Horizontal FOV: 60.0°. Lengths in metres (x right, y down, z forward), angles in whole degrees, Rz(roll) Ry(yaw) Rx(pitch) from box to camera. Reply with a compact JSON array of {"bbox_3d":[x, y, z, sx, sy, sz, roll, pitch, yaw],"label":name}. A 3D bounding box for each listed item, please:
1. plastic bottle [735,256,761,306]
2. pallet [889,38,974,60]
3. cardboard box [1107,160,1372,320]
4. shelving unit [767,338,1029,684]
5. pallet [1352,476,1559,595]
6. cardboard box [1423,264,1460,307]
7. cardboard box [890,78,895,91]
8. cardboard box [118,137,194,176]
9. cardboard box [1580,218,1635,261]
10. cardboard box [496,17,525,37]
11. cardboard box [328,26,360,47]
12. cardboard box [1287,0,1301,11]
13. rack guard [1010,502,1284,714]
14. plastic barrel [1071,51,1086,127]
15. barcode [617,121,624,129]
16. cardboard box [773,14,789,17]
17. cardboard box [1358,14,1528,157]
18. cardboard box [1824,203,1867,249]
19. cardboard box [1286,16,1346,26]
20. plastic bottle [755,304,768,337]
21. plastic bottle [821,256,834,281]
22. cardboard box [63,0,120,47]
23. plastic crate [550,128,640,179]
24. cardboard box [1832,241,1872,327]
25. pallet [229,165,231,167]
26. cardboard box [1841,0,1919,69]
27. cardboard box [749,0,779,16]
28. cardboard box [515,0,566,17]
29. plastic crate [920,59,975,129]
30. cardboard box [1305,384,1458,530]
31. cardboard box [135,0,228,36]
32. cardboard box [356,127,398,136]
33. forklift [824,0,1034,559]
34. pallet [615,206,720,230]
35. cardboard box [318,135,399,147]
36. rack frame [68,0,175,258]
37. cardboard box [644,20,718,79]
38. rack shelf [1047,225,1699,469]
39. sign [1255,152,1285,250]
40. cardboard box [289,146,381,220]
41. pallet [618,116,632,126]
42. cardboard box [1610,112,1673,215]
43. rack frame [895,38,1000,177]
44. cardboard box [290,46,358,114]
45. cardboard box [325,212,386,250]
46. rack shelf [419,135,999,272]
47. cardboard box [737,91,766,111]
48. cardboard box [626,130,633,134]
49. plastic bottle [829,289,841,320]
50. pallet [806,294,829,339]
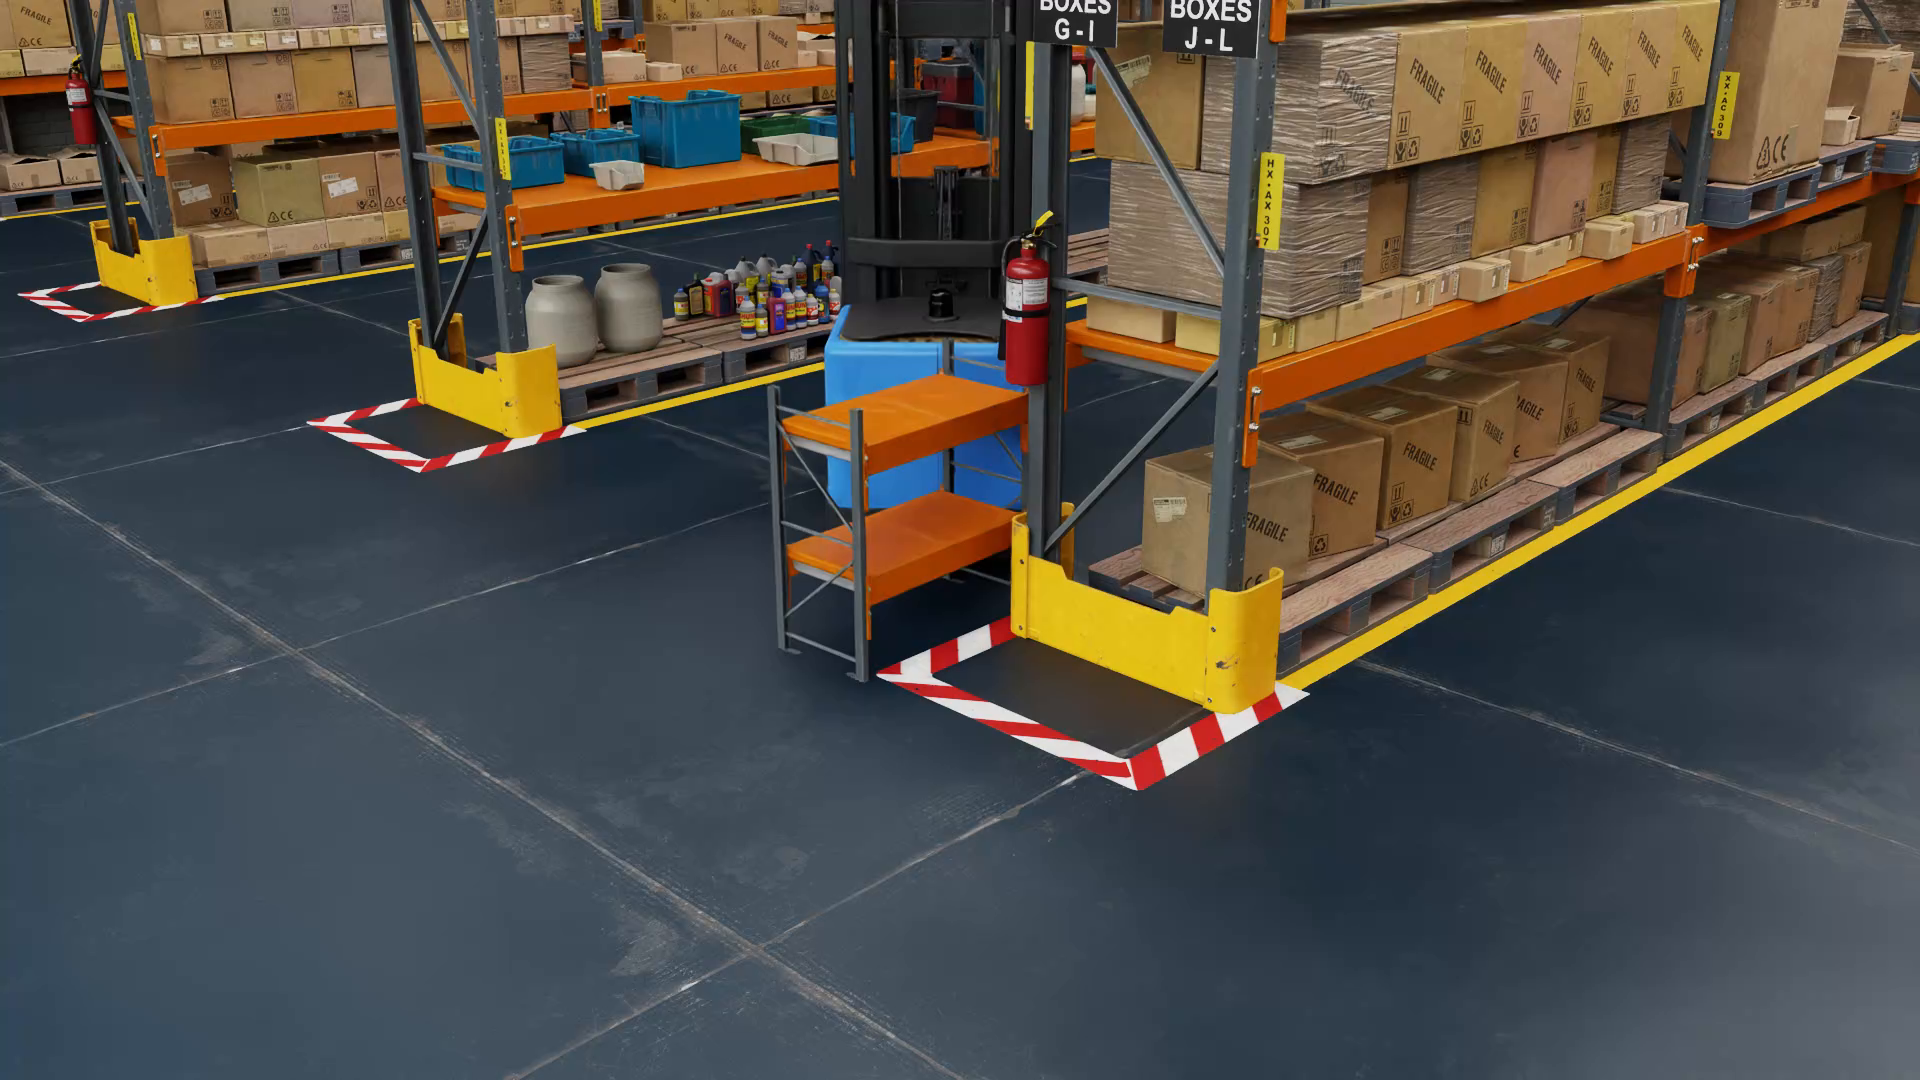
[{"bbox_3d":[-1.503,-1.823,11.716,0.185,0.351,0.144,-19,28,-40],"label":"plastic bottle"},{"bbox_3d":[-0.418,-5.535,18.561,1.213,0.211,1.003,19,28,41],"label":"pallet"},{"bbox_3d":[1.077,-1.216,6.503,0.875,0.500,0.500,19,28,41],"label":"cardboard box"},{"bbox_3d":[-0.219,-0.156,6.911,0.538,1.125,1.048,18,27,38],"label":"shelving unit"},{"bbox_3d":[2.170,-0.126,8.108,1.003,0.211,1.213,19,28,41],"label":"pallet"},{"bbox_3d":[1.911,-1.115,7.145,0.380,0.149,0.250,19,28,41],"label":"cardboard box"},{"bbox_3d":[-1.007,-6.895,24.733,0.700,0.500,0.500,20,29,41],"label":"cardboard box"},{"bbox_3d":[-8.481,-4.132,17.514,0.700,0.500,0.500,17,27,37],"label":"cardboard box"},{"bbox_3d":[3.031,-1.475,8.081,0.380,0.149,0.250,19,28,41],"label":"cardboard box"},{"bbox_3d":[-4.022,-4.499,14.556,0.380,0.149,0.250,18,28,39],"label":"cardboard box"},{"bbox_3d":[-5.096,-4.104,13.528,0.380,0.149,0.250,19,28,40],"label":"cardboard box"},{"bbox_3d":[4.263,-7.218,22.534,0.500,0.500,0.500,20,28,41],"label":"cardboard box"},{"bbox_3d":[0.727,0.251,6.724,1.175,0.500,0.348,19,28,41],"label":"rack guard"},{"bbox_3d":[0.740,-3.418,12.597,0.433,0.535,0.433,0,21,0],"label":"plastic barrel"},{"bbox_3d":[-3.155,-3.852,15.449,0.001,0.075,0.075,19,28,41],"label":"barcode"},{"bbox_3d":[-2.553,-7.118,22.736,0.380,0.149,0.250,18,28,39],"label":"cardboard box"},{"bbox_3d":[1.954,-1.877,6.829,0.500,0.500,0.500,19,28,41],"label":"cardboard box"},{"bbox_3d":[5.809,-2.161,11.342,0.500,0.250,0.500,-19,28,-40],"label":"cardboard box"},{"bbox_3d":[1.225,-1.881,6.841,0.500,0.500,0.500,19,28,41],"label":"cardboard box"},{"bbox_3d":[-1.315,-1.449,10.952,0.097,0.201,0.097,0,21,0],"label":"plastic bottle"},{"bbox_3d":[-0.960,-1.924,12.090,0.097,0.271,0.097,0,21,0],"label":"plastic bottle"},{"bbox_3d":[-8.708,-5.208,16.579,0.500,0.500,0.500,18,27,39],"label":"cardboard box"},{"bbox_3d":[-2.283,-2.435,10.436,0.499,0.251,0.408,19,28,41],"label":"plastic crate"},{"bbox_3d":[5.801,-1.814,11.483,0.700,0.500,0.500,17,27,38],"label":"cardboard box"},{"bbox_3d":[-7.626,-4.160,18.604,1.003,0.211,1.213,19,28,41],"label":"pallet"},{"bbox_3d":[6.776,-3.651,11.855,0.637,0.503,0.797,-19,28,-40],"label":"cardboard box"},{"bbox_3d":[-2.794,-7.322,22.363,0.500,0.500,0.500,-19,28,-41],"label":"cardboard box"},{"bbox_3d":[-3.936,-4.941,14.801,0.700,0.500,0.500,19,28,41],"label":"cardboard box"},{"bbox_3d":[0.034,-3.395,12.636,0.402,0.464,0.583,19,28,41],"label":"plastic crate"},{"bbox_3d":[1.964,-0.400,7.833,0.500,0.500,0.500,-17,27,-37],"label":"cardboard box"},{"bbox_3d":[-6.050,-4.159,12.766,0.700,0.500,0.500,19,28,41],"label":"cardboard box"},{"bbox_3d":[-6.681,-4.875,19.448,0.500,0.500,0.700,-19,28,-40],"label":"cardboard box"},{"bbox_3d":[-0.053,-1.758,8.562,1.130,2.935,3.031,1,21,2],"label":"forklift"},{"bbox_3d":[-3.145,-3.302,16.371,1.003,0.211,1.213,19,28,41],"label":"pallet"},{"bbox_3d":[-5.224,-3.240,14.525,0.500,0.500,0.500,19,28,41],"label":"cardboard box"},{"bbox_3d":[-6.421,-3.376,12.677,1.000,3.000,0.127,19,28,41],"label":"rack frame"},{"bbox_3d":[-2.716,-4.780,16.190,0.500,0.500,0.500,-18,27,-38],"label":"cardboard box"},{"bbox_3d":[2.069,-1.074,7.691,1.077,0.370,4.000,19,28,41],"label":"rack shelf"},{"bbox_3d":[1.063,-1.164,5.716,0.100,0.325,0.005,19,28,41],"label":"sign"},{"bbox_3d":[-5.201,-2.982,13.853,0.500,0.500,0.500,19,28,41],"label":"cardboard box"},{"bbox_3d":[-3.788,-5.554,22.229,1.003,0.211,1.213,19,28,41],"label":"pallet"},{"bbox_3d":[3.106,-2.009,8.568,0.875,0.500,0.500,19,28,41],"label":"cardboard box"},{"bbox_3d":[-0.085,-3.164,12.125,1.000,3.000,0.127,19,28,41],"label":"rack frame"},{"bbox_3d":[-5.373,-3.802,13.646,0.700,0.500,0.500,19,28,41],"label":"cardboard box"},{"bbox_3d":[-5.193,-2.629,13.980,0.500,0.250,0.500,19,28,41],"label":"cardboard box"},{"bbox_3d":[-1.480,-2.314,10.916,1.077,0.370,4.000,19,28,41],"label":"rack shelf"},{"bbox_3d":[-3.170,-6.244,22.549,0.750,0.750,0.750,19,28,40],"label":"cardboard box"},{"bbox_3d":[-3.195,-3.890,16.480,0.500,0.311,0.500,-19,28,-41],"label":"cardboard box"},{"bbox_3d":[-0.866,-1.615,11.382,0.097,0.201,0.097,0,21,0],"label":"plastic bottle"},{"bbox_3d":[-0.583,-1.700,12.203,1.003,0.211,1.213,19,28,41],"label":"pallet"}]
